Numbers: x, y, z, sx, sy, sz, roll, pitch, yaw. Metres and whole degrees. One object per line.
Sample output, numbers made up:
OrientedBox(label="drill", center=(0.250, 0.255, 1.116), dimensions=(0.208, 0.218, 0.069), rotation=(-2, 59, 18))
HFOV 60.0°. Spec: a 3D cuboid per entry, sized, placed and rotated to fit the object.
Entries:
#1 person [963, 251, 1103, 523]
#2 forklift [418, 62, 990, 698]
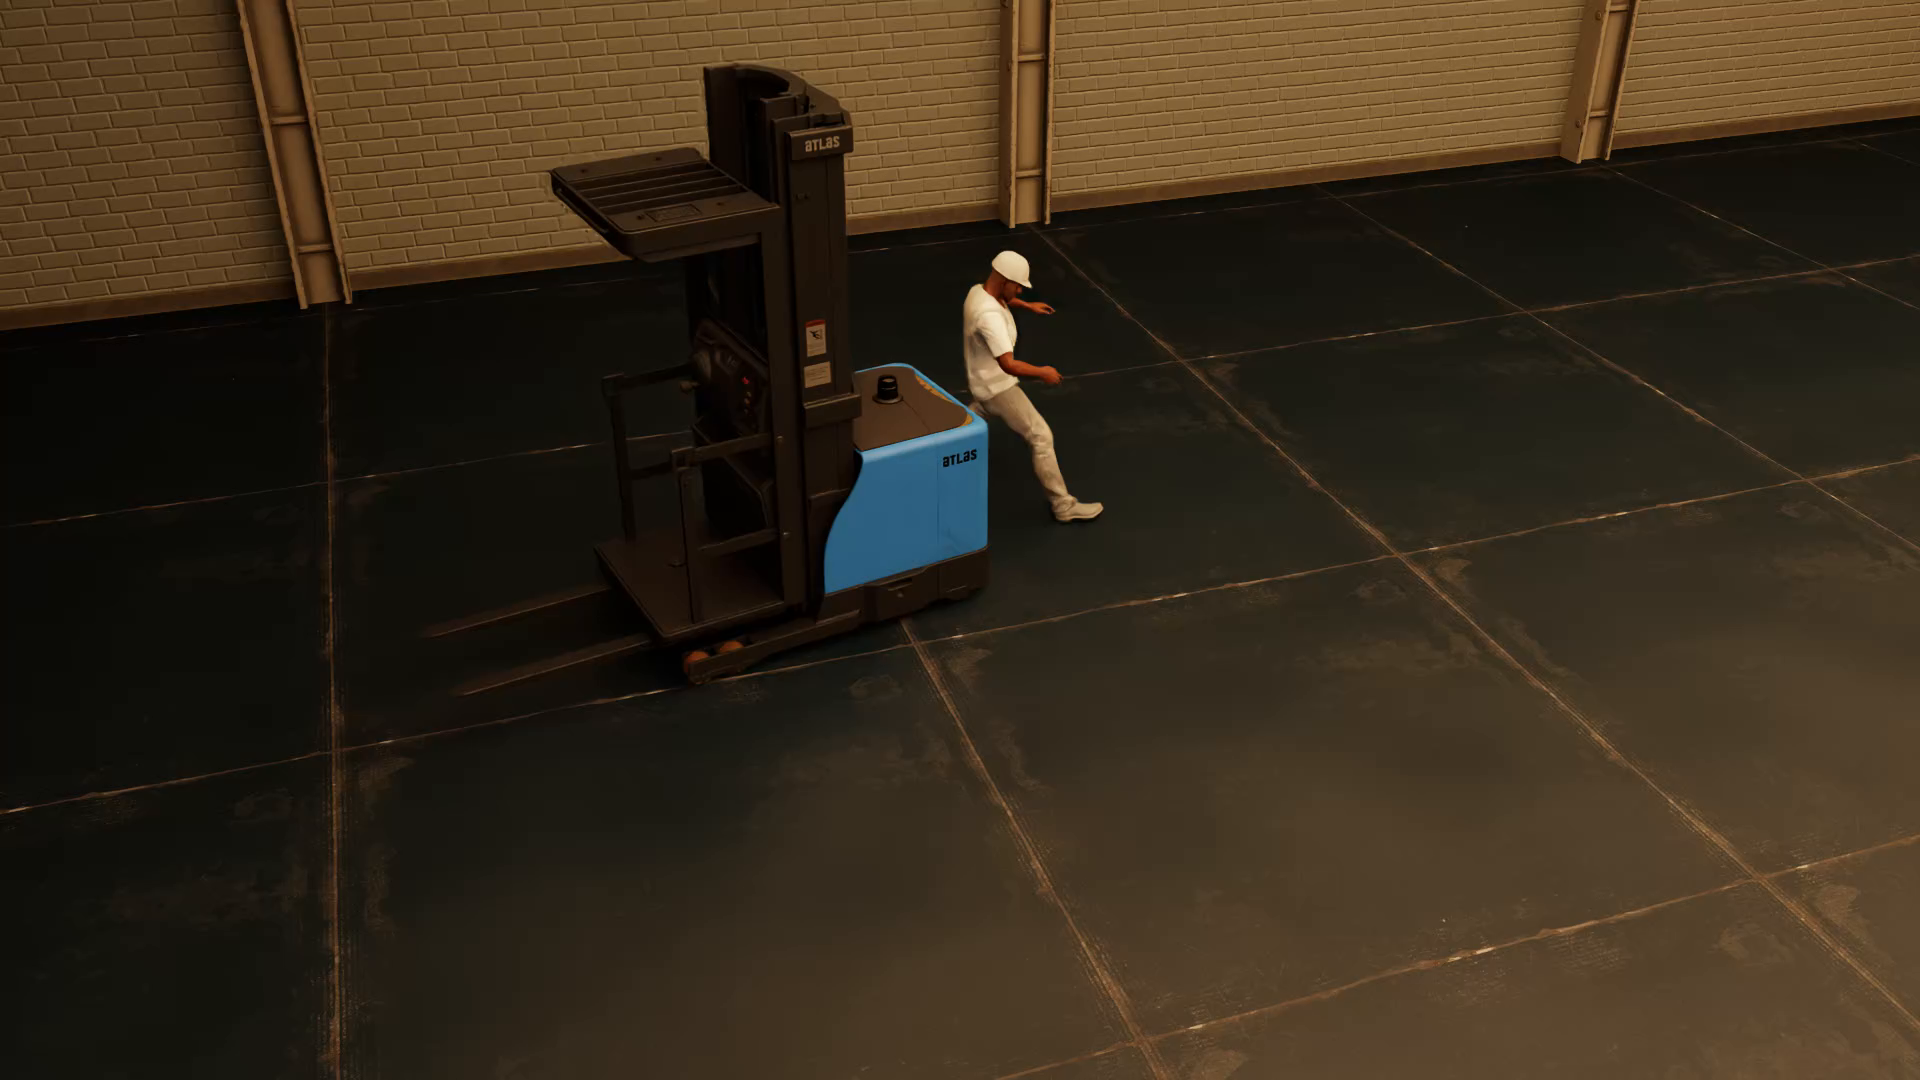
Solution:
OrientedBox(label="person", center=(0.347, -1.064, 10.314), dimensions=(0.956, 1.558, 1.236), rotation=(-3, 30, -6))
OrientedBox(label="forklift", center=(-1.368, -0.819, 8.510), dimensions=(3.031, 2.935, 1.130), rotation=(-16, 34, -25))
